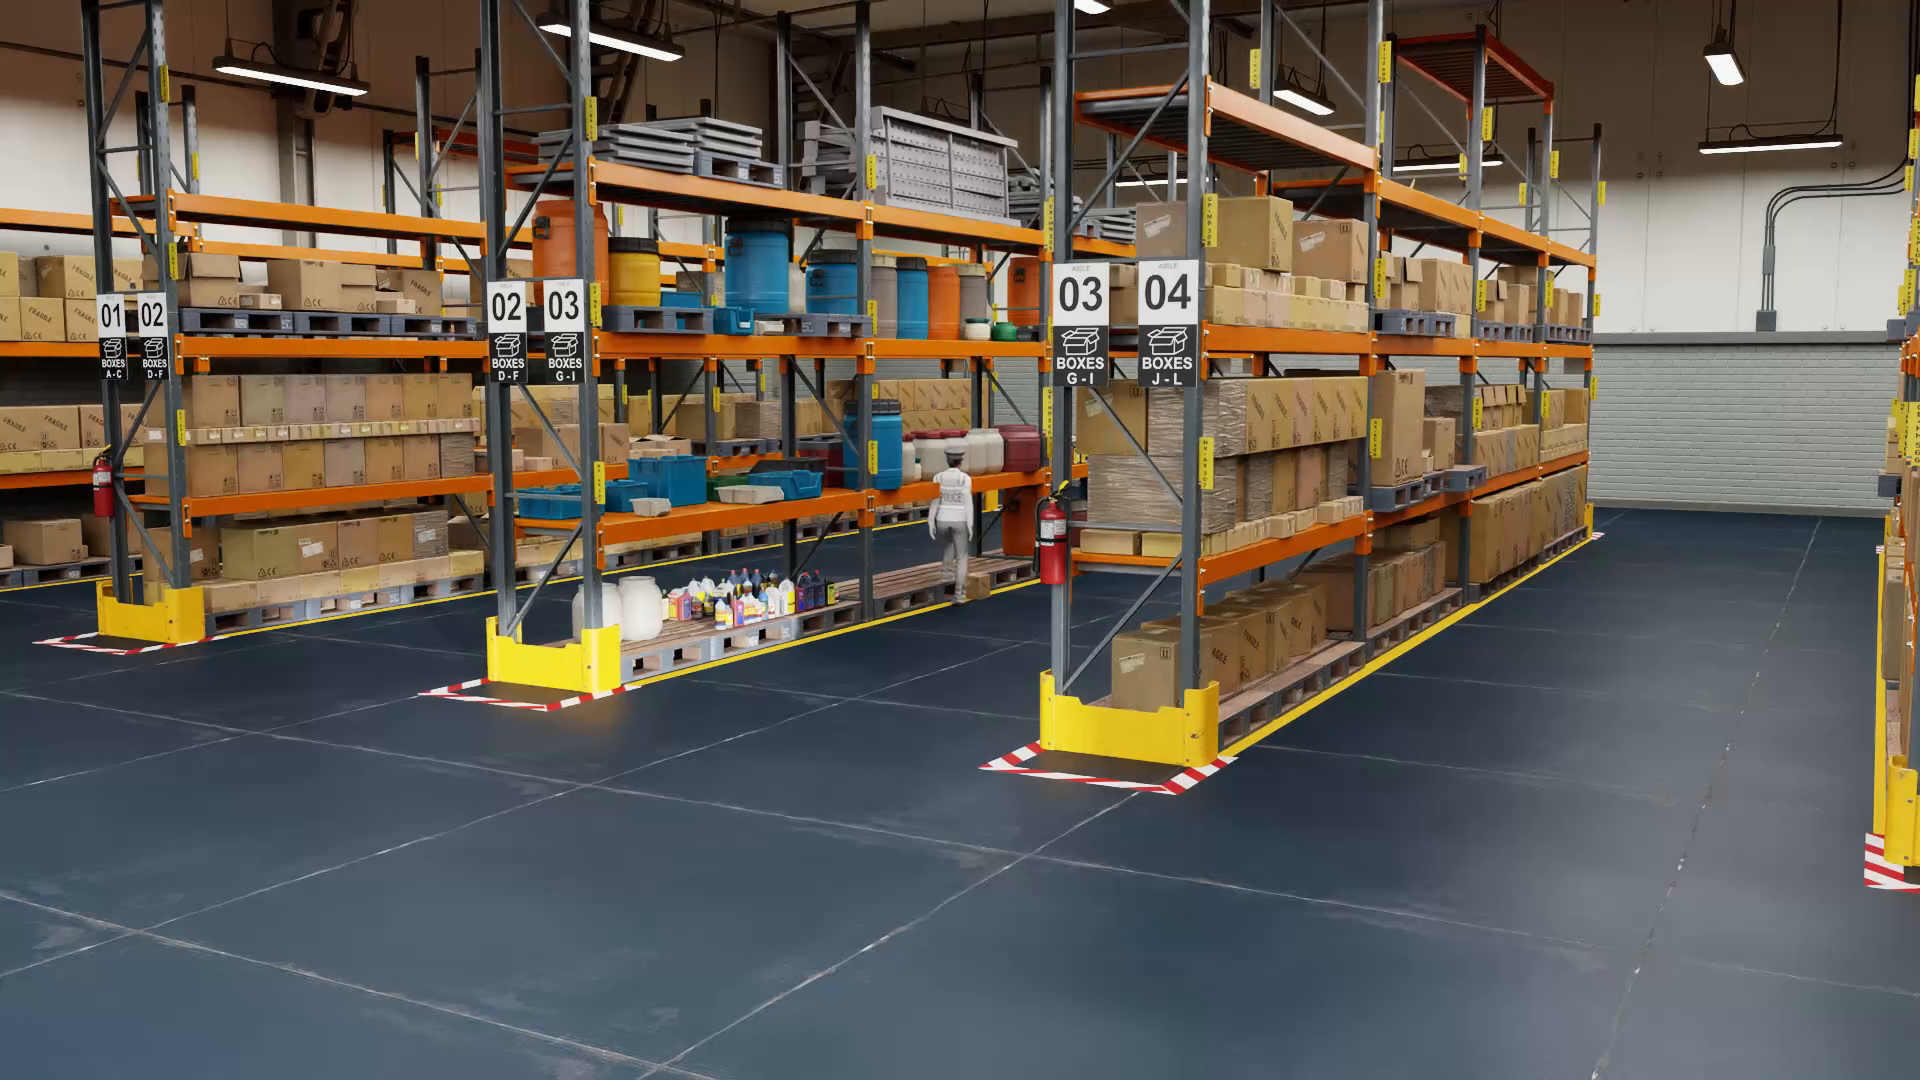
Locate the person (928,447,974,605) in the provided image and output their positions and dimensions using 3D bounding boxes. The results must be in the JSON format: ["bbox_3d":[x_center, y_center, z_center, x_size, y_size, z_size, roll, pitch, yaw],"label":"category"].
[{"bbox_3d":[-0.066,-0.153,17.818,0.504,1.685,0.623,2,6,17],"label":"person"}]
